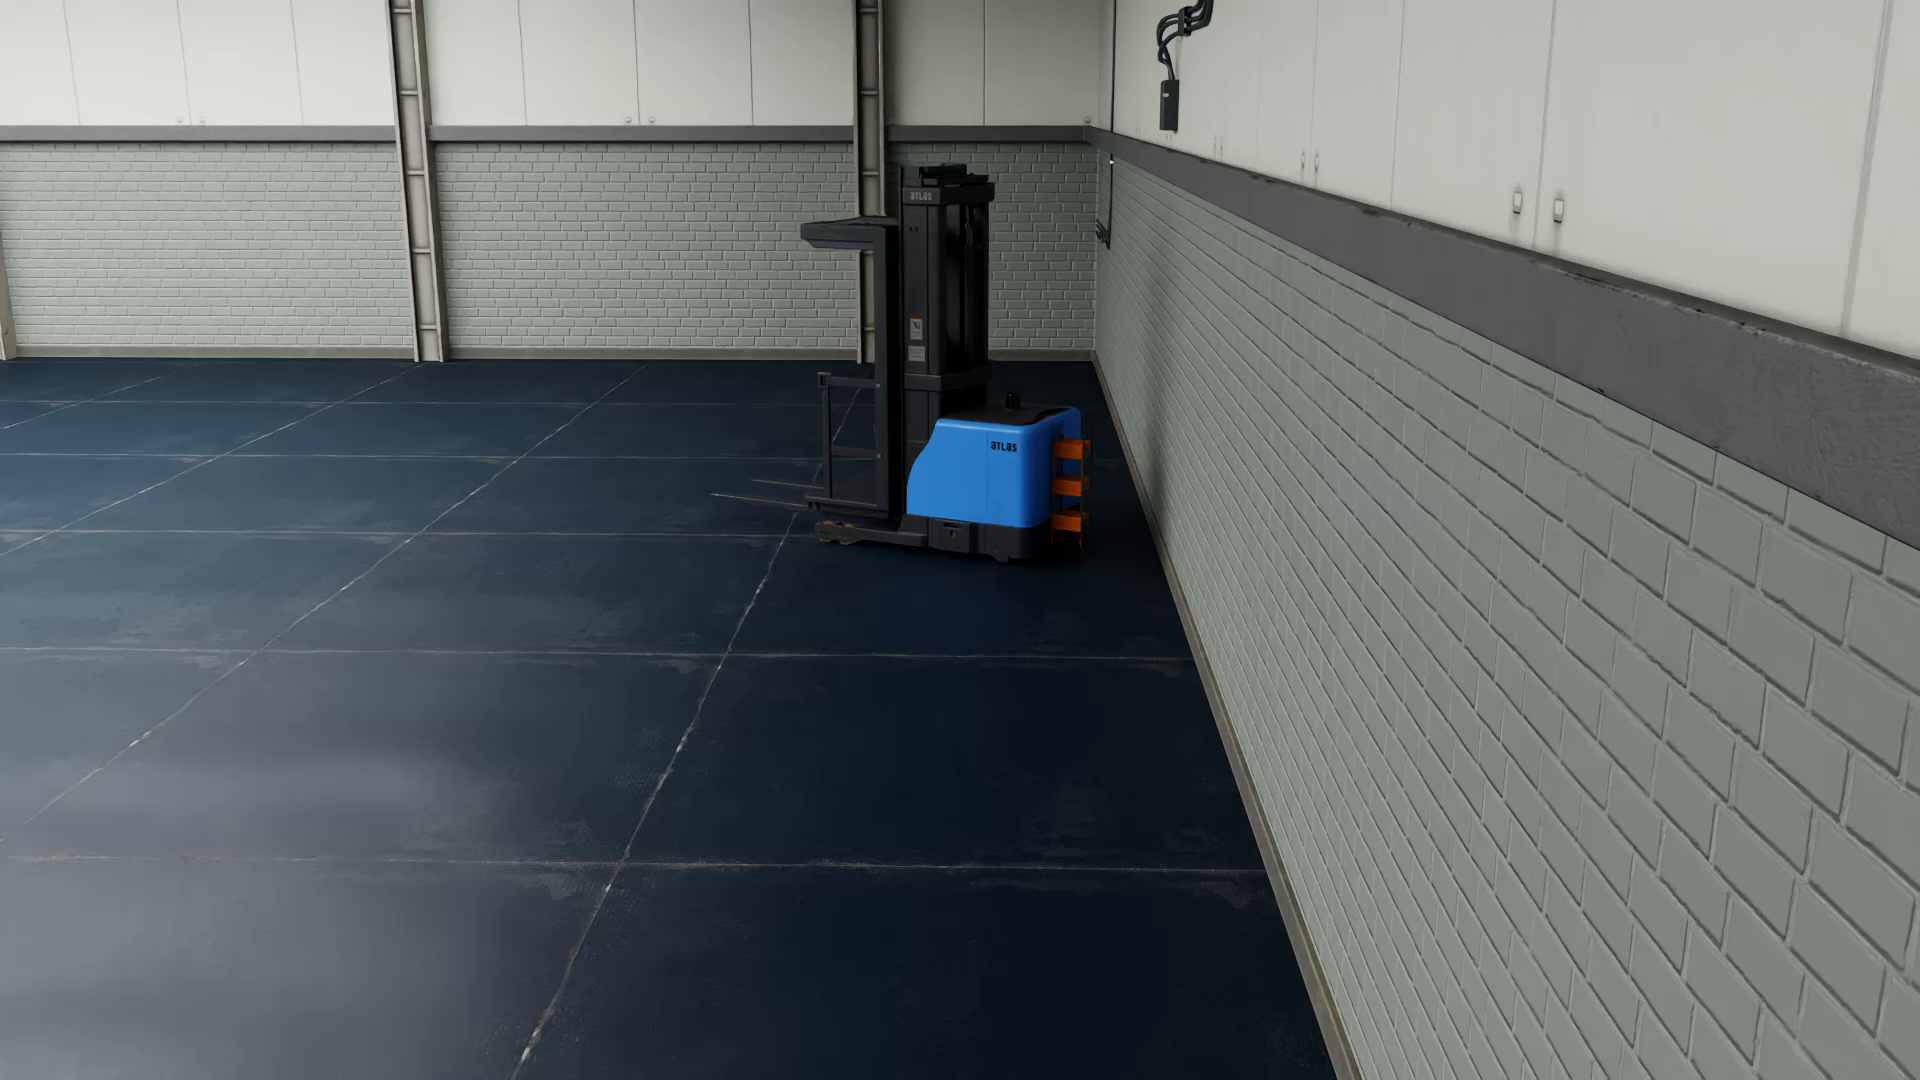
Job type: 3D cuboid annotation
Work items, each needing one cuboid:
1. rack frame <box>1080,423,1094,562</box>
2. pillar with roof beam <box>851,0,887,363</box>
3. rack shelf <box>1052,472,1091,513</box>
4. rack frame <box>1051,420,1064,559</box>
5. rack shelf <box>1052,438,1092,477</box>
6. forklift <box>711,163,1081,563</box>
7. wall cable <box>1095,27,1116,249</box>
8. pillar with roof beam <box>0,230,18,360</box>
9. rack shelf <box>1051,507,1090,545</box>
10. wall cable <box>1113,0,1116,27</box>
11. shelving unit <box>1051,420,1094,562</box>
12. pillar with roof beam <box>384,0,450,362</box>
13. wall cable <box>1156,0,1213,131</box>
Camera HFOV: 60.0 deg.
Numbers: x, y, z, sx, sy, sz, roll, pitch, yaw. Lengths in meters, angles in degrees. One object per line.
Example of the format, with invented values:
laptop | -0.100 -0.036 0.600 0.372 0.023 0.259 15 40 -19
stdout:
rack frame | 0.964 -0.359 12.644 0.008 1.050 0.200 7 16 26
pillar with roof beam | -1.287 -5.666 17.175 0.400 9.000 9.100 0 15 1
rack shelf | 0.855 -0.363 12.700 0.240 0.259 0.215 7 16 26
rack frame | 0.746 -0.387 12.750 0.008 1.050 0.200 7 16 26
rack shelf | 0.855 -0.638 12.628 0.240 0.259 0.215 7 16 26
forklift | -0.587 -1.487 13.230 3.031 2.935 1.130 7 16 26
wall cable | 1.734 -4.906 20.381 0.112 2.526 3.097 0 15 1
pillar with roof beam | -13.284 -5.744 17.471 0.400 9.000 9.100 0 15 1
rack shelf | 0.855 -0.094 12.771 0.240 0.259 0.215 7 16 26
wall cable | 1.665 -6.658 17.122 0.112 2.526 3.097 0 15 1
shelving unit | 0.855 -0.373 12.697 0.252 1.050 0.215 7 16 26
pillar with roof beam | -7.286 -5.705 17.323 0.400 9.000 9.100 0 15 1
wall cable | 1.475 -5.631 10.376 0.169 6.003 2.305 0 15 1
